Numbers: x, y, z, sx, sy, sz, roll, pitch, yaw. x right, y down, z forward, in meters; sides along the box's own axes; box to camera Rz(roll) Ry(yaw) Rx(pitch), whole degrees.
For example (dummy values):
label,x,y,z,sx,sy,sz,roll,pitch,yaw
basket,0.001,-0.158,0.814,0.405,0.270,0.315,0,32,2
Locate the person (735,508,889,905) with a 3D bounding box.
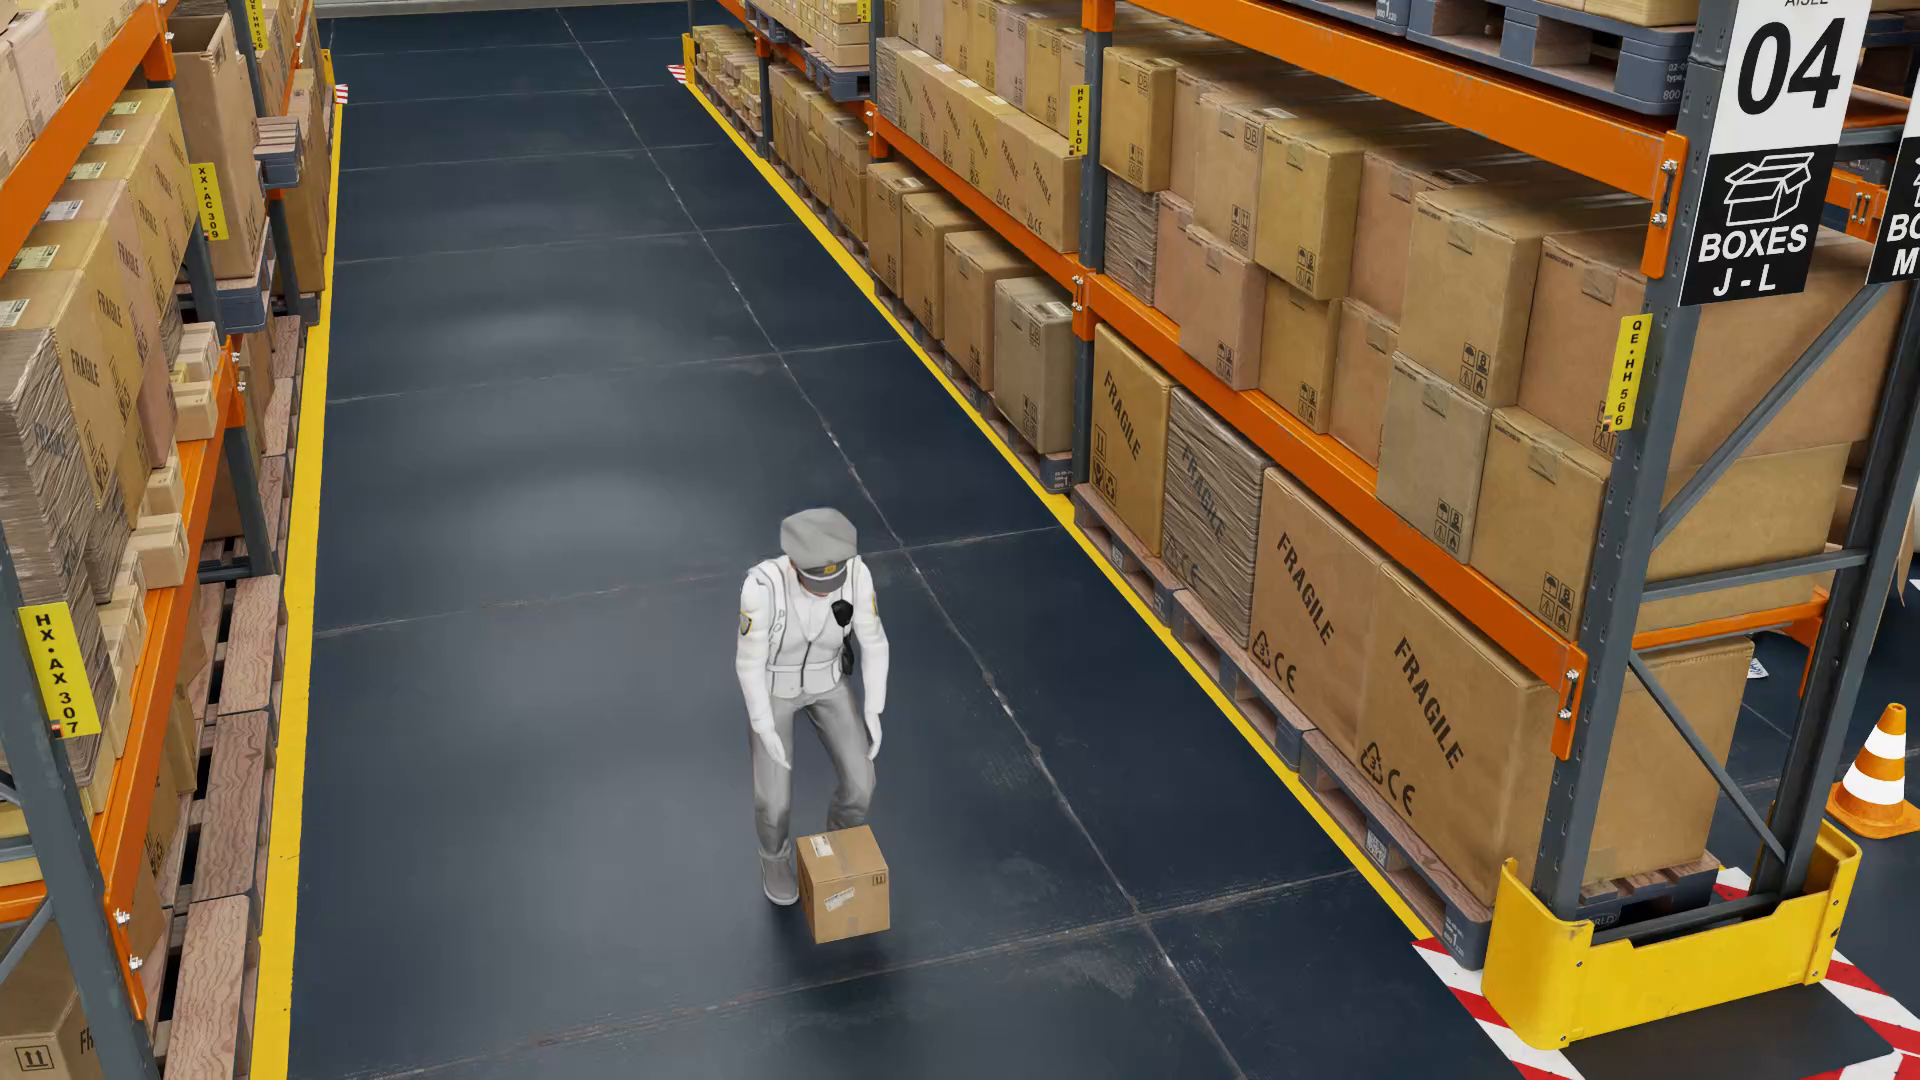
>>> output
label,x,y,z,sx,sy,sz,roll,pitch,yaw
person,-0.497,0.554,5.676,0.526,1.522,0.591,-8,28,-15
